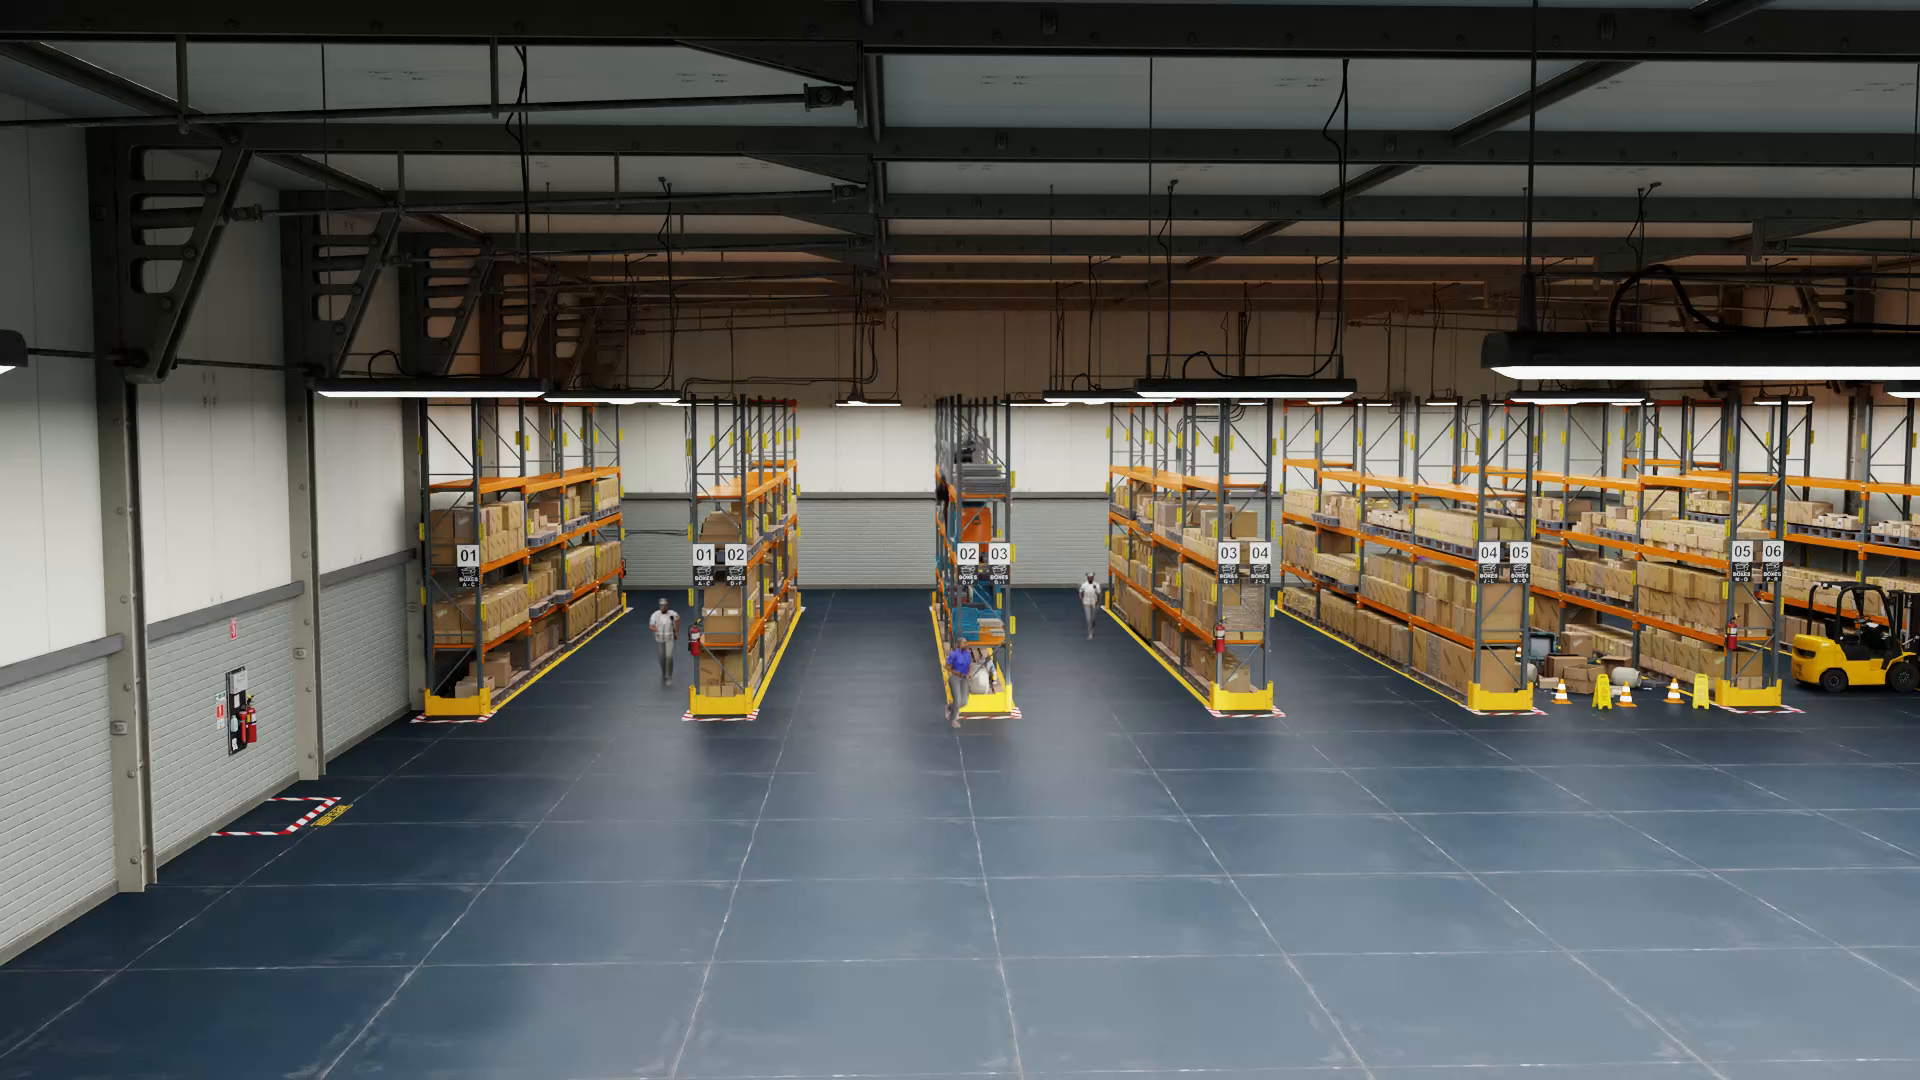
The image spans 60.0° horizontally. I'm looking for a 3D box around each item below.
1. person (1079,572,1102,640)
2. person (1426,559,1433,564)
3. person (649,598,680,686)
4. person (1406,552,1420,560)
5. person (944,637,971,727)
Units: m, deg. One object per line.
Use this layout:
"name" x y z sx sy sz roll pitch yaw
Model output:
"person" 3.266 1.617 41.666 0.590 1.683 0.743 0 4 0
"person" 12.291 1.412 43.587 0.708 1.856 0.840 -1 5 -15
"person" -6.175 2.103 34.747 0.608 1.813 0.909 0 4 -1
"person" 13.377 1.012 48.988 0.747 1.722 0.688 -1 5 -11
"person" -0.011 2.563 30.176 0.606 1.603 0.578 -3 6 -36
